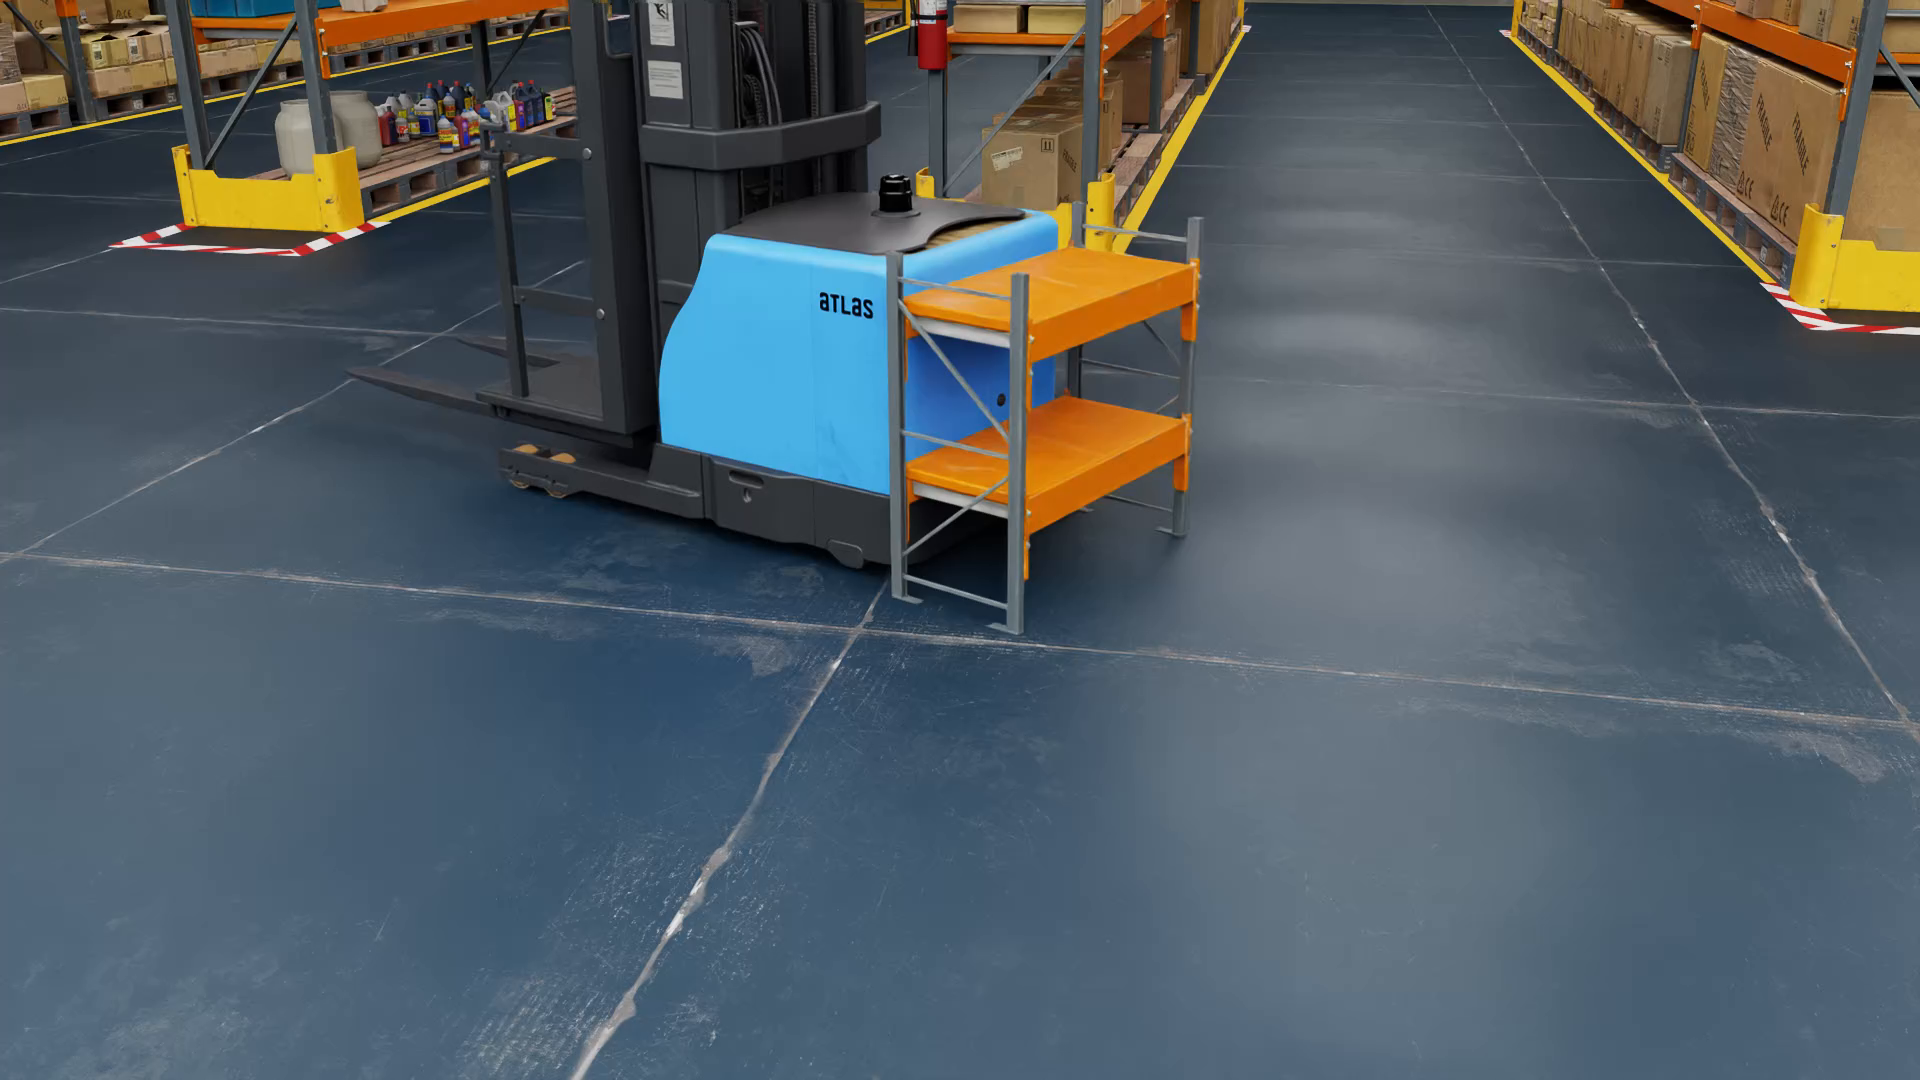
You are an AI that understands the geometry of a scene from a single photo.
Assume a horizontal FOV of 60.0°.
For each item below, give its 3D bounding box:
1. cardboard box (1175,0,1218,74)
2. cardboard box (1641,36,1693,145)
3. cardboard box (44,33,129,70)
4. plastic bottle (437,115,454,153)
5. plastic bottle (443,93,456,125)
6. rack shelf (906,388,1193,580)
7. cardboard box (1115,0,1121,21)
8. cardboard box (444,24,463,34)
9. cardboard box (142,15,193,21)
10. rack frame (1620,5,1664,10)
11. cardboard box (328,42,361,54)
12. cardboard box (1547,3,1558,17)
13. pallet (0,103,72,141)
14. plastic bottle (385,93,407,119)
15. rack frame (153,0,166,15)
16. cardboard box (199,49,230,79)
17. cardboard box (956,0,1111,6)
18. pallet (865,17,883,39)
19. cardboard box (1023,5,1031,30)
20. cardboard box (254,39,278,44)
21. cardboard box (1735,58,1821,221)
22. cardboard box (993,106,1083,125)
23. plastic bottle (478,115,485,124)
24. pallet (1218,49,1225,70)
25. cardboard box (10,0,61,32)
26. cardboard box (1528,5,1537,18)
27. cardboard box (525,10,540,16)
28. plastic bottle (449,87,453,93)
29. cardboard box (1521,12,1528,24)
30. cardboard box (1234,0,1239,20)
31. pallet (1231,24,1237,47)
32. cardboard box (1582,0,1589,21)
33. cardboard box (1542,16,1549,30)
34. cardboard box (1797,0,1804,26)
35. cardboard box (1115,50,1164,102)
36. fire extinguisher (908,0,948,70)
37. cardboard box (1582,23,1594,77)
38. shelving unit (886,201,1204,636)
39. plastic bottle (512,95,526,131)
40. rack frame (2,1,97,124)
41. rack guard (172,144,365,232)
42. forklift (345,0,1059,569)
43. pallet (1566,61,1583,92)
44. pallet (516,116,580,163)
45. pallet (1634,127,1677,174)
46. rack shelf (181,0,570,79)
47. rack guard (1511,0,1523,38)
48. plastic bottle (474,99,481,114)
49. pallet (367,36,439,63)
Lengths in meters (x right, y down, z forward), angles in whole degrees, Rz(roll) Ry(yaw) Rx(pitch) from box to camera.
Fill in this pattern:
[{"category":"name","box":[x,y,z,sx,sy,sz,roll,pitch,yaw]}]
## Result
[{"category":"cardboard box","box":[2.109,-5.473,17.710,1.225,0.875,0.875,3,22,8]},{"category":"cardboard box","box":[6.005,-3.520,13.028,1.050,0.750,0.750,4,22,11]},{"category":"cardboard box","box":[-8.237,-4.618,15.673,0.500,0.311,0.500,5,22,11]},{"category":"plastic bottle","box":[-3.858,-3.043,12.456,0.097,0.271,0.097,0,22,0]},{"category":"plastic bottle","box":[-4.199,-3.540,13.692,0.097,0.271,0.097,0,22,0]},{"category":"rack shelf","box":[0.291,-0.212,5.528,0.538,0.278,1.000,16,27,34]},{"category":"cardboard box","box":[0.831,-3.421,10.669,0.380,0.149,0.250,4,22,11]},{"category":"cardboard box","box":[-6.862,-6.895,21.714,0.500,0.500,0.500,5,22,11]},{"category":"cardboard box","box":[-8.349,-5.401,17.616,0.500,0.311,0.500,4,22,9]},{"category":"rack frame","box":[6.783,-5.598,15.738,1.000,3.000,0.127,4,22,11]},{"category":"cardboard box","box":[-7.377,-5.959,19.391,0.500,0.500,0.500,5,23,13]},{"category":"cardboard box","box":[7.474,-6.547,20.553,0.380,0.149,0.250,4,22,10]},{"category":"pallet","box":[-8.769,-3.726,14.821,1.003,0.211,1.213,4,22,11]},{"category":"plastic bottle","box":[-4.451,-3.347,13.106,0.144,0.351,0.185,5,23,13]},{"category":"rack frame","box":[-11.783,-8.609,23.214,1.000,3.000,0.127,4,22,11]},{"category":"cardboard box","box":[-7.927,-4.917,17.166,0.500,0.250,0.500,5,22,12]},{"category":"cardboard box","box":[0.455,-3.471,9.924,0.875,0.500,0.500,4,22,11]},{"category":"pallet","box":[-1.726,-7.279,23.646,1.003,0.211,1.213,4,22,11]},{"category":"cardboard box","box":[0.223,-3.182,10.076,0.380,0.149,0.250,4,22,11]},{"category":"cardboard box","box":[-7.715,-5.548,17.982,0.500,0.311,0.500,4,22,10]},{"category":"cardboard box","box":[5.402,-2.456,10.220,0.875,0.875,0.875,4,22,10]},{"category":"cardboard box","box":[0.548,-2.571,11.006,0.500,0.500,0.500,11,24,25]},{"category":"plastic bottle","box":[-3.748,-3.208,12.961,0.097,0.201,0.097,0,22,0]},{"category":"pallet","box":[2.680,-5.894,20.207,1.003,0.211,1.213,4,22,11]},{"category":"cardboard box","box":[-12.136,-6.922,21.342,0.750,0.750,0.750,4,22,11]},{"category":"cardboard box","box":[7.824,-7.084,22.285,0.380,0.149,0.250,5,23,13]},{"category":"cardboard box","box":[-6.555,-7.966,24.371,0.797,0.503,0.637,4,22,11]},{"category":"plastic bottle","box":[-4.250,-3.665,13.995,0.152,0.276,0.135,5,23,13]},{"category":"cardboard box","box":[7.995,-7.229,23.042,0.380,0.149,0.250,5,22,12]},{"category":"cardboard box","box":[3.528,-7.908,23.755,0.875,0.875,0.875,4,22,11]},{"category":"pallet","box":[3.243,-6.902,22.709,1.003,0.211,1.213,4,22,11]},{"category":"cardboard box","box":[6.877,-5.621,17.576,0.500,0.250,0.500,5,22,12]},{"category":"cardboard box","box":[7.433,-6.410,20.610,0.380,0.149,0.250,4,22,9]},{"category":"cardboard box","box":[5.510,-3.279,9.779,0.875,0.550,0.550,4,22,11]},{"category":"cardboard box","box":[1.394,-3.991,14.504,0.700,0.500,0.500,4,22,11]},{"category":"fire extinguisher","box":[-0.159,-3.045,9.502,0.296,0.674,0.183,4,22,11]},{"category":"cardboard box","box":[6.771,-5.083,17.244,0.500,0.500,0.500,5,23,13]},{"category":"shelving unit","box":[0.291,-0.438,5.436,0.538,1.125,1.048,16,27,34]},{"category":"plastic bottle","box":[-3.598,-3.481,13.530,0.061,0.283,0.133,6,23,14]},{"category":"rack frame","box":[-8.565,-5.307,15.015,1.000,3.000,0.127,4,22,11]},{"category":"rack guard","box":[-4.564,-2.337,10.986,1.175,0.500,0.348,4,22,11]},{"category":"forklift","box":[-1.153,-1.666,6.066,3.031,2.935,1.130,14,26,30]},{"category":"pallet","box":[7.195,-5.035,18.073,1.003,0.211,1.213,4,22,11]},{"category":"pallet","box":[-3.895,-3.392,13.993,1.003,0.211,1.213,4,22,11]},{"category":"pallet","box":[6.050,-3.130,13.342,1.003,0.211,1.213,4,22,11]},{"category":"rack shelf","box":[-4.125,-3.863,12.392,1.077,0.370,4.000,4,22,11]},{"category":"rack guard","box":[8.400,-7.336,23.401,1.175,0.500,0.348,4,22,11]},{"category":"plastic bottle","box":[-3.813,-3.375,13.265,0.061,0.283,0.133,4,22,11]},{"category":"pallet","box":[-7.309,-6.191,20.943,1.003,0.211,1.213,4,22,11]}]
